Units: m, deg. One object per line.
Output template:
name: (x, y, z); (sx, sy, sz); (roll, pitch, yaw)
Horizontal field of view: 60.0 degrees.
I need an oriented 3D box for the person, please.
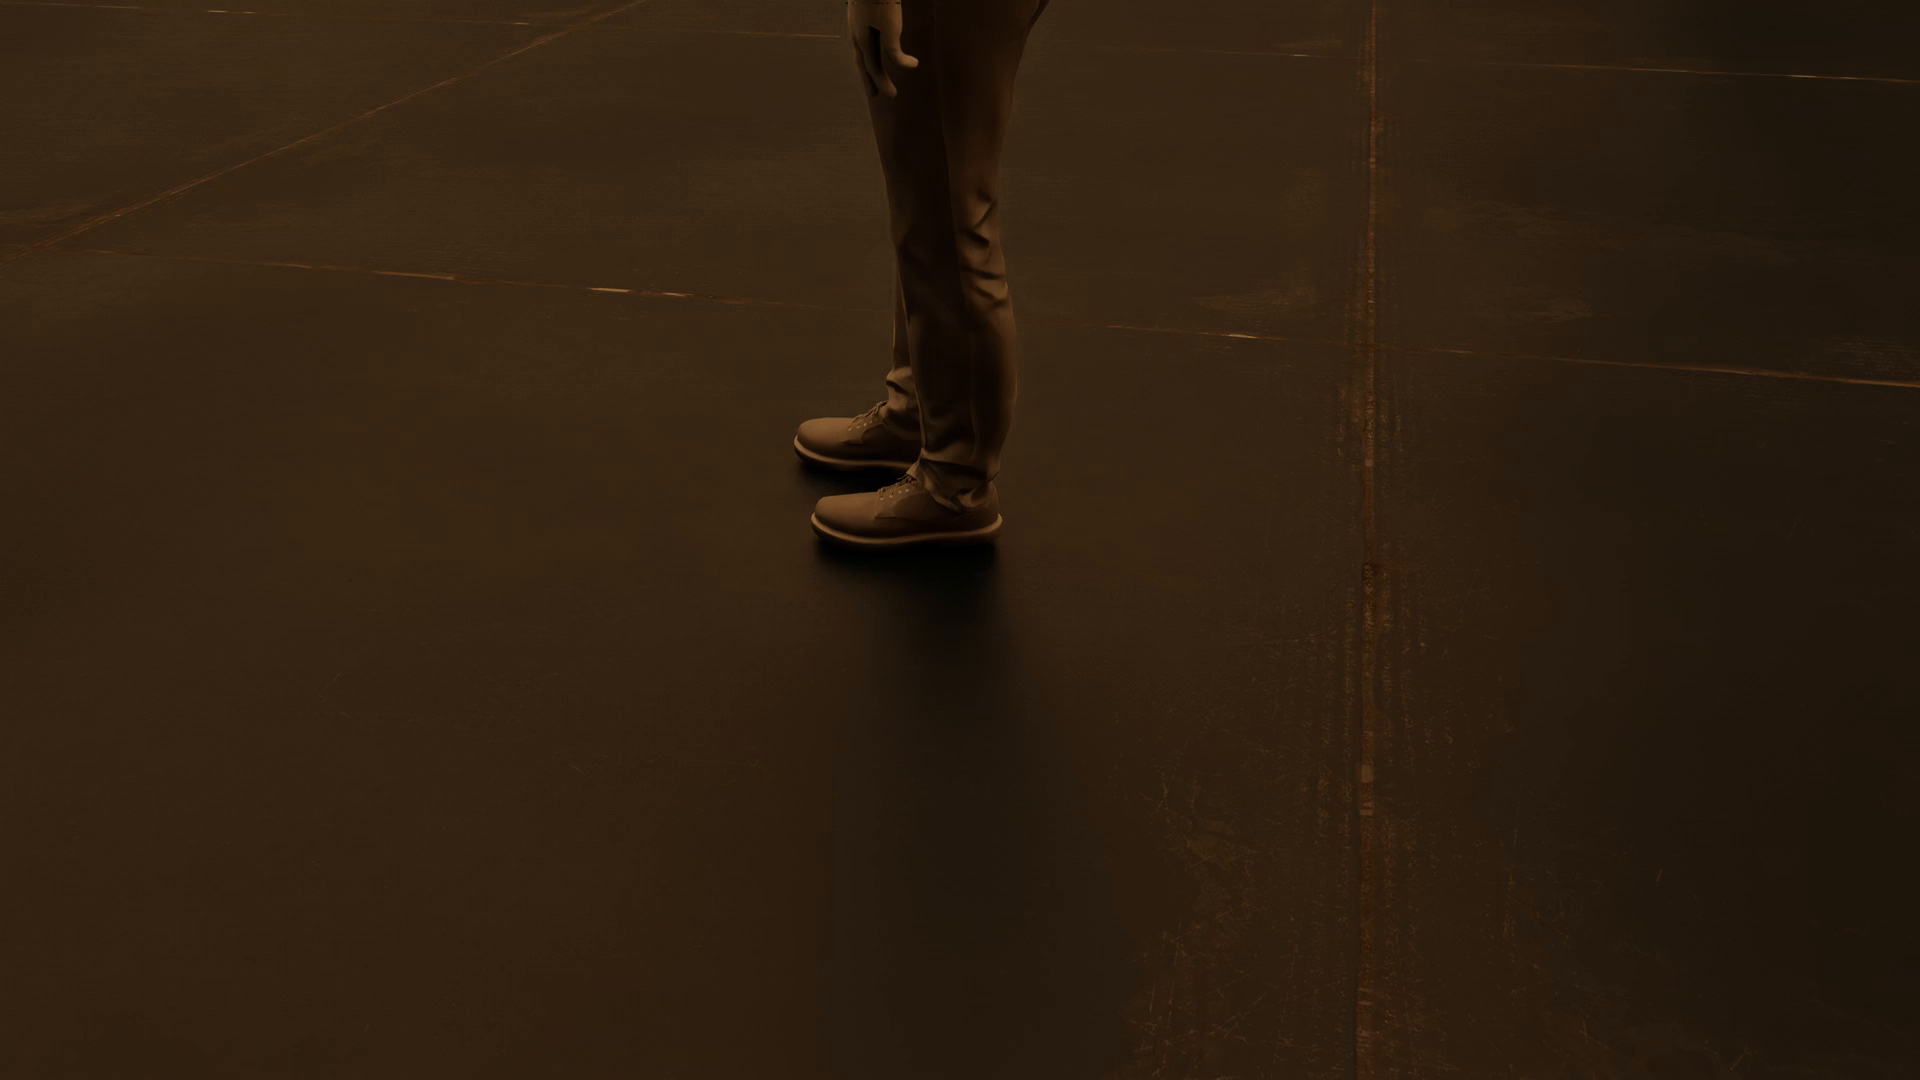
person: (-0.064, -0.773, 2.134); (0.534, 1.696, 0.587); (6, 27, 11)
